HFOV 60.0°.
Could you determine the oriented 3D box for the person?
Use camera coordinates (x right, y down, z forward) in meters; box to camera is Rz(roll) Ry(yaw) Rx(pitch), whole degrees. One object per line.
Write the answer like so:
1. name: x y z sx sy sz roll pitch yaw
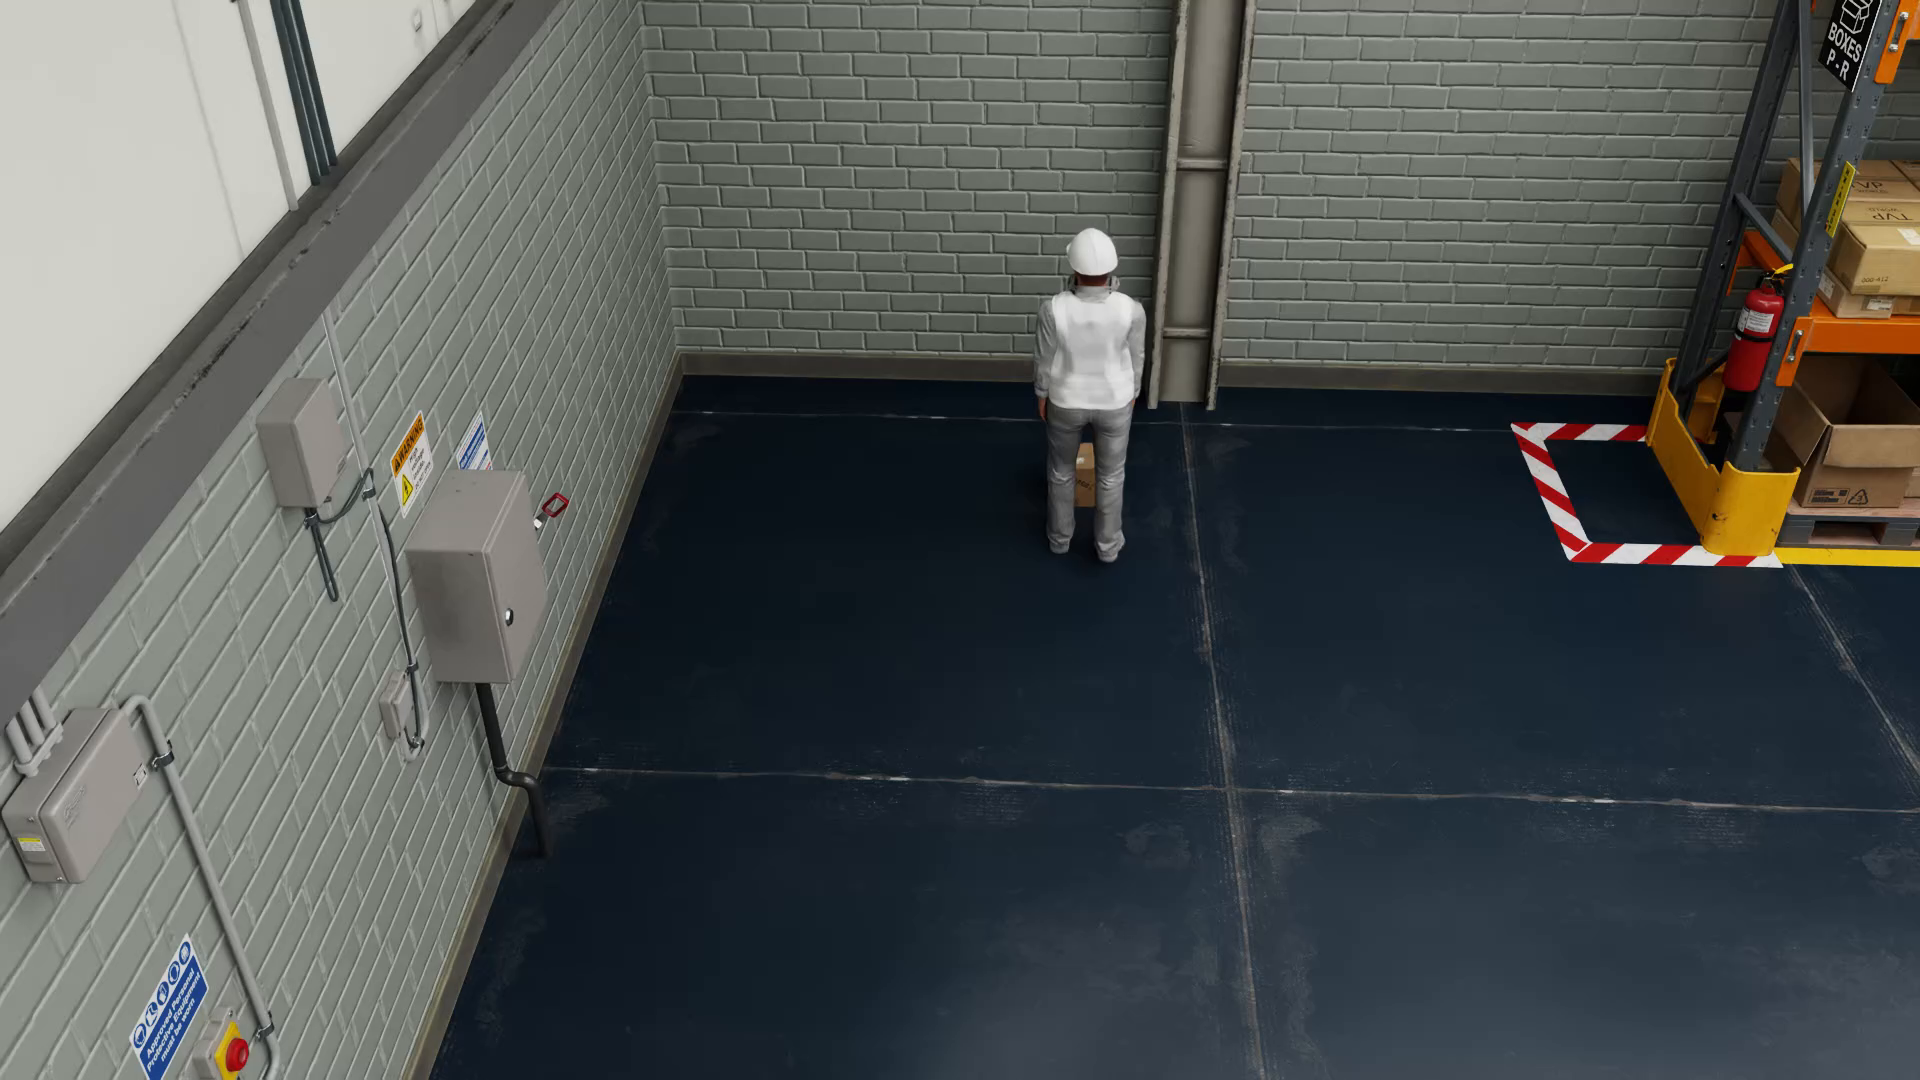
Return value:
1. person: 0.615 -0.696 8.084 0.533 1.774 0.382 2 36 3
